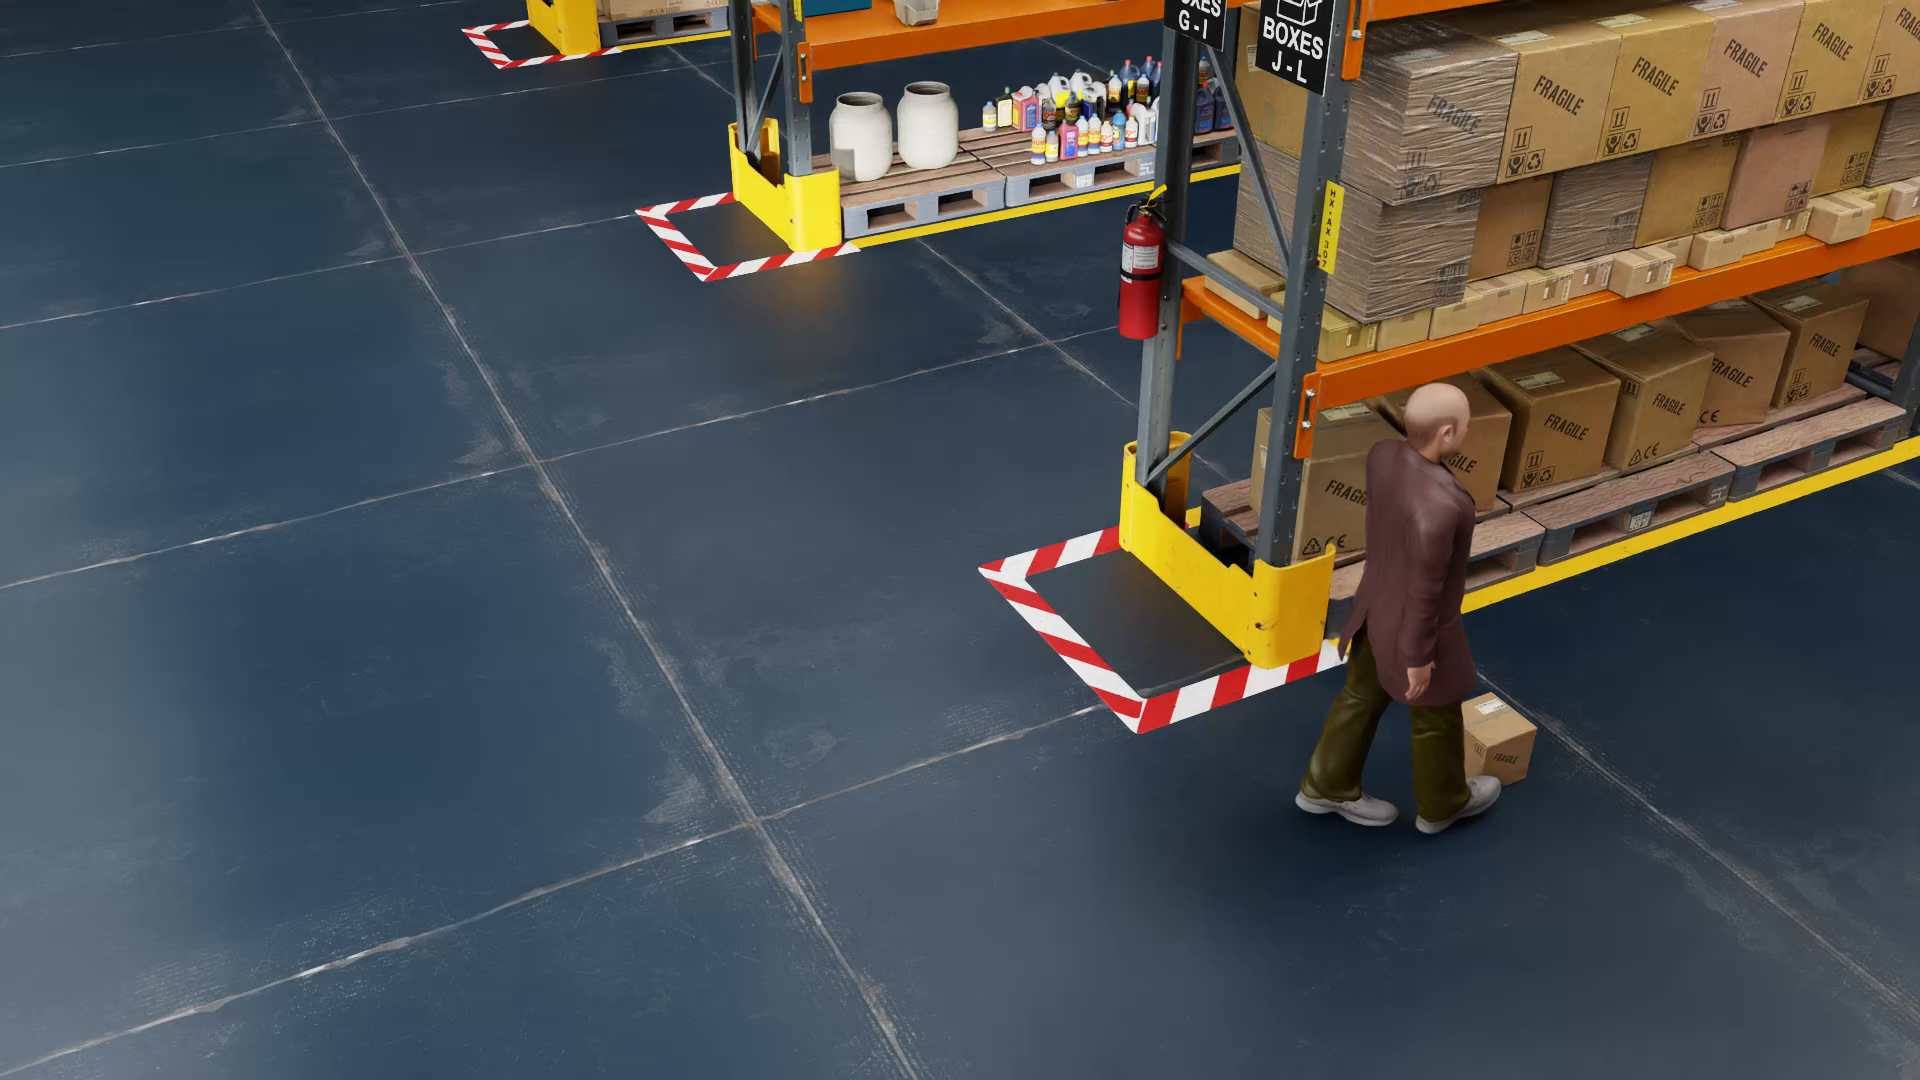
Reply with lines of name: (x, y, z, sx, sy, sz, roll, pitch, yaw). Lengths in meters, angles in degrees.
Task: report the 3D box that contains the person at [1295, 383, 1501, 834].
person: (1.635, 0.257, 5.744, 0.754, 1.770, 0.599, -6, 33, -9)
